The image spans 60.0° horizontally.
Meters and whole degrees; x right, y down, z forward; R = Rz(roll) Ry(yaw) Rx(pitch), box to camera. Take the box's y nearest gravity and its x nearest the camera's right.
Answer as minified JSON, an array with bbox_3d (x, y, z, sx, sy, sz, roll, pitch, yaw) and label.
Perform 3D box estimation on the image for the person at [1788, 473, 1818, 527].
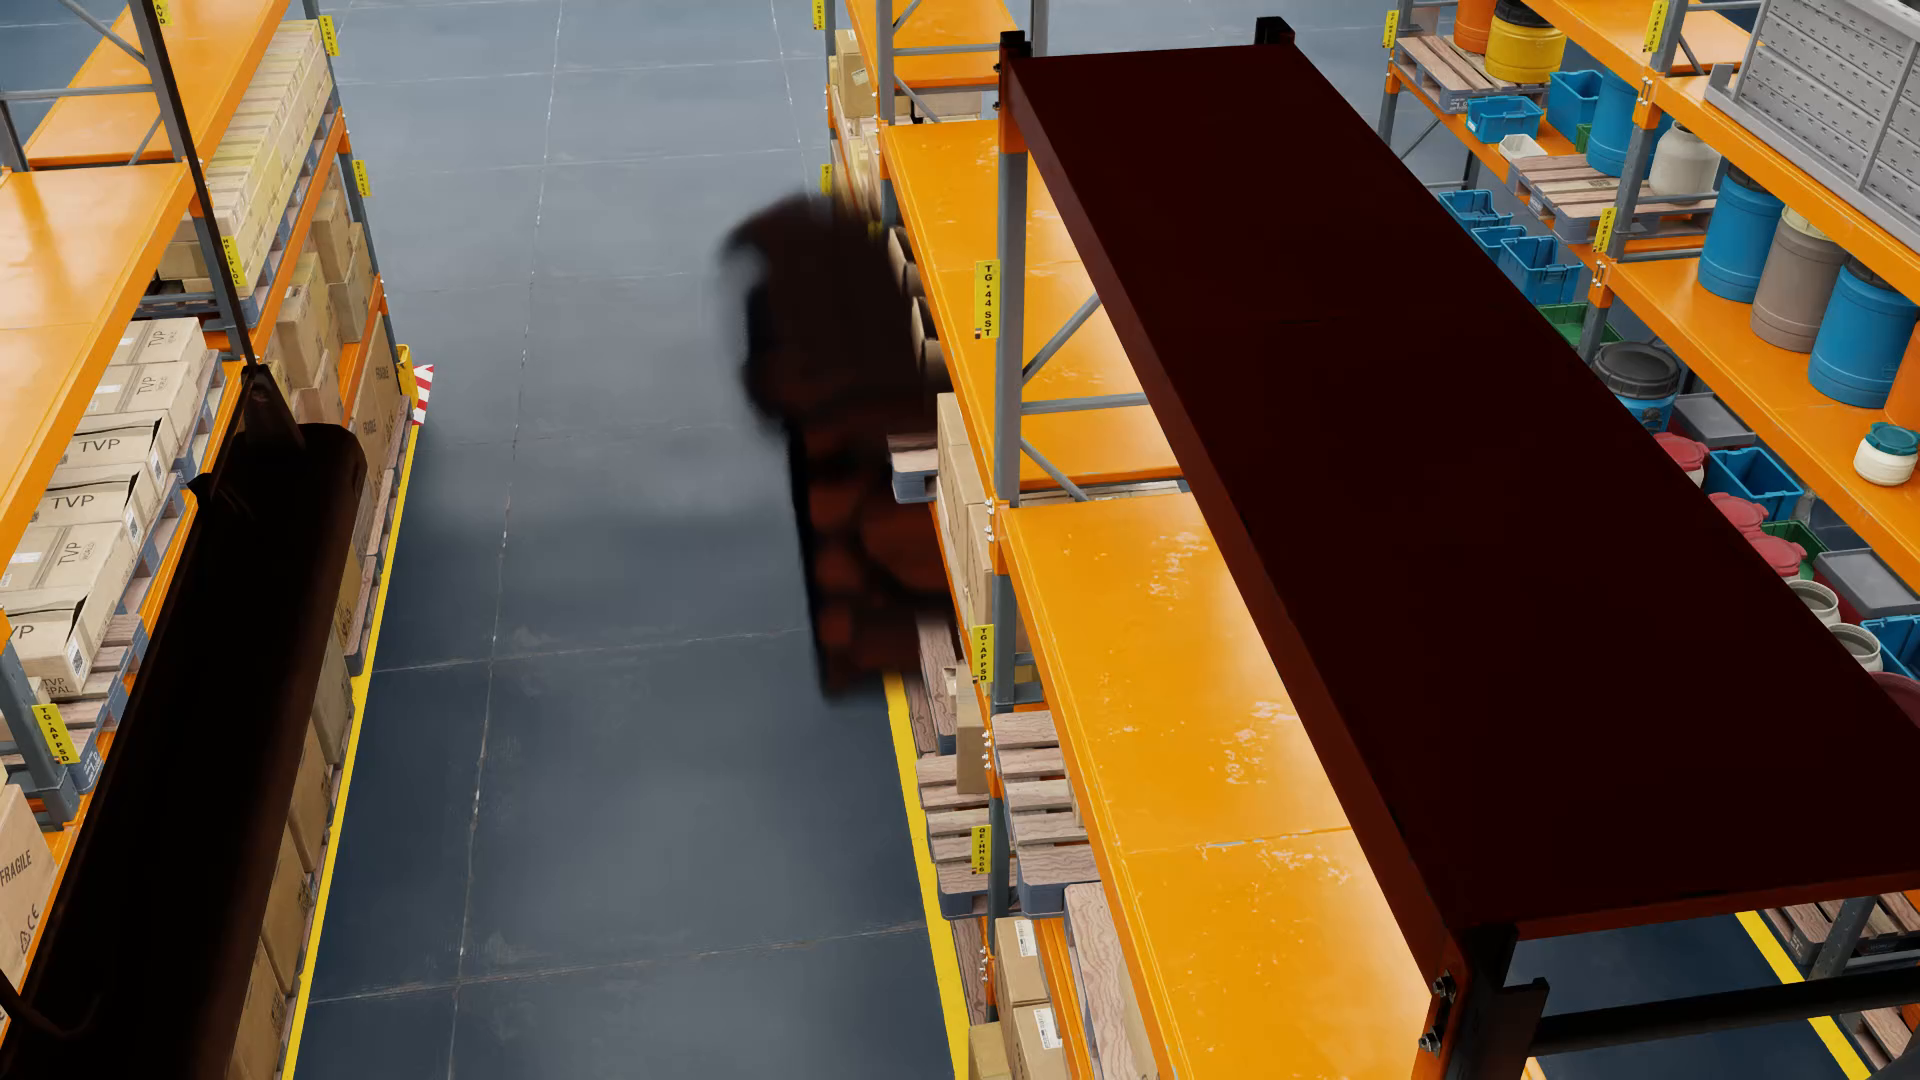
[{"bbox_3d":[6.554,-0.563,12.823,0.366,1.690,0.533,16,39,21],"label":"person"}]
